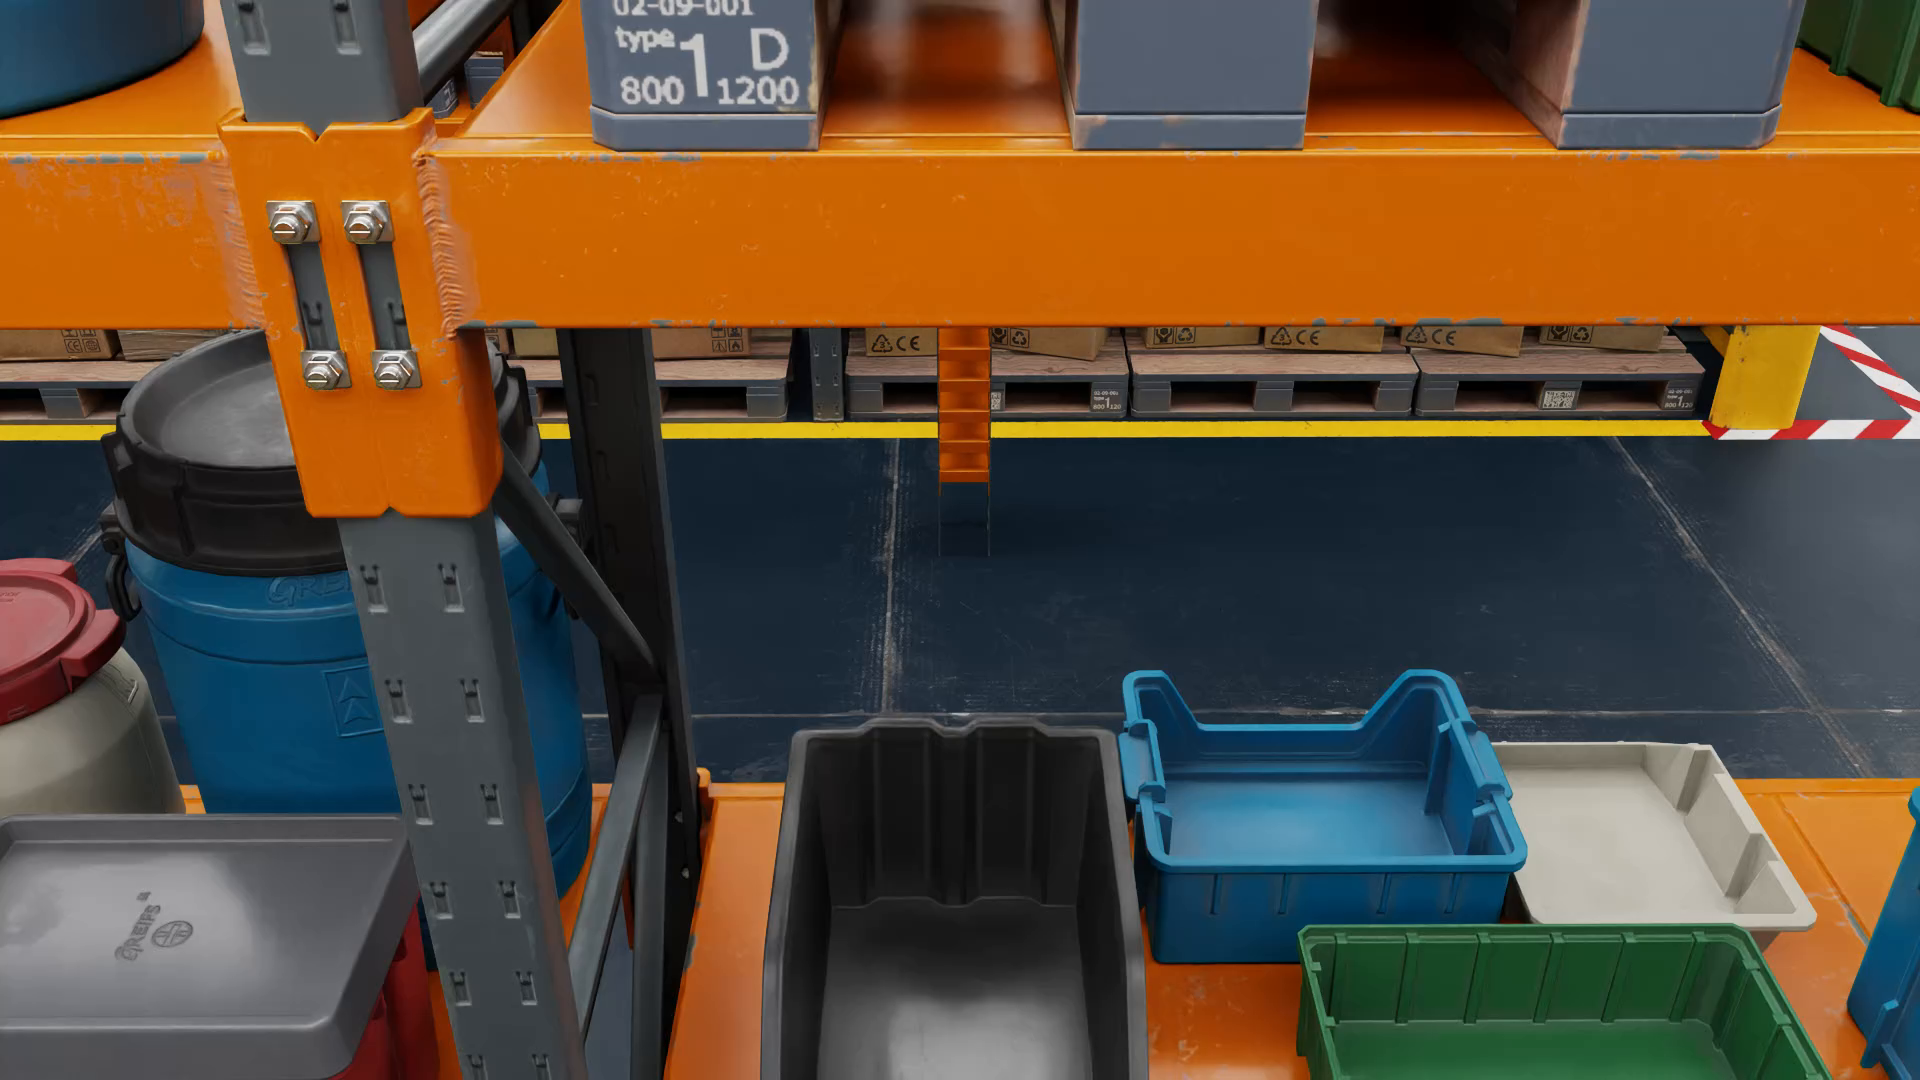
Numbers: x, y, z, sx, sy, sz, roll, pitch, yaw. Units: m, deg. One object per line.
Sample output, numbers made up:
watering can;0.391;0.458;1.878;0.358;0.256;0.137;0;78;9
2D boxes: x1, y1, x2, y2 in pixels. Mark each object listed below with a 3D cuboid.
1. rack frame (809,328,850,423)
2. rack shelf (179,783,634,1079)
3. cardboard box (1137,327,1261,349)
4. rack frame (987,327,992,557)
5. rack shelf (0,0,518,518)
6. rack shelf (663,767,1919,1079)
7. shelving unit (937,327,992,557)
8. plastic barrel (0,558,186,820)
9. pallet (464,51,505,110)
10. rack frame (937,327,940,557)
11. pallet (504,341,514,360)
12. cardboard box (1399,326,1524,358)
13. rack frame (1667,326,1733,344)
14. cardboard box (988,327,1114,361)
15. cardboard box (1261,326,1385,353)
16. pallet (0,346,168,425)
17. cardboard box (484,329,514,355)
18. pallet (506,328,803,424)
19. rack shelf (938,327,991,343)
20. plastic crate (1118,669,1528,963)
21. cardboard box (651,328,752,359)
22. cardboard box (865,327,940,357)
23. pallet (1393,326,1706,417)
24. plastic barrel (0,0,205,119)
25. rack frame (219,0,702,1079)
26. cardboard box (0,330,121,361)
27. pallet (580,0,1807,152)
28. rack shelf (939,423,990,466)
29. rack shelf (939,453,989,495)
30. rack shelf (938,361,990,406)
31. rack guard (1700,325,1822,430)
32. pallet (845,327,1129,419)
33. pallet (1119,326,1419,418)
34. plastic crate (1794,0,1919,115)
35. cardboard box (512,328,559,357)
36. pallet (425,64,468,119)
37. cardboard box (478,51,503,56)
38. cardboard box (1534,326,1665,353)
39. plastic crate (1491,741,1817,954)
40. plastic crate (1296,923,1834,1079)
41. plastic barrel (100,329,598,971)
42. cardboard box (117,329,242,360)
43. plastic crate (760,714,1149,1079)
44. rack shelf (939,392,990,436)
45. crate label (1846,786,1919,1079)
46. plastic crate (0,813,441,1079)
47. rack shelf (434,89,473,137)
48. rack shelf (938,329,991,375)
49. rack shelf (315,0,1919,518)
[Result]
rack frame;-0.563;-2.040;6.720;0.127;3.000;1.000;0;31;0
rack shelf;-2.533;0.843;2.662;4.000;0.370;1.077;0;31;0
cardboard box;1.031;-1.179;7.307;0.500;0.500;0.500;-3;31;-5
rack frame;0.106;-0.513;5.939;0.006;1.200;0.240;0;31;0
rack shelf;-2.533;-0.439;1.884;4.000;0.370;1.077;0;31;0
rack shelf;1.467;0.831;2.682;4.000;0.370;1.077;0;31;0
shelving unit;0.014;-0.513;5.939;0.189;1.200;0.258;0;31;0
plastic barrel;-1.491;0.361;2.633;0.433;0.535;0.433;0;31;0
pallet;-1.328;-2.031;6.890;1.213;0.211;1.003;0;31;0
rack frame;-0.077;-0.513;5.938;0.006;1.200;0.240;0;31;0
pallet;-2.564;-0.839;7.429;1.213;0.211;1.003;0;31;0
cardboard box;2.215;-1.150;7.259;0.500;0.500;0.500;8;32;13
rack frame;3.437;-2.052;6.741;0.127;3.000;1.000;0;31;0
cardboard box;0.410;-1.137;7.237;0.500;0.500;0.500;10;33;15
cardboard box;1.589;-1.158;7.272;0.500;0.500;0.500;3;31;4
pallet;-3.781;-0.837;7.425;1.213;0.211;1.003;0;31;0
cardboard box;-2.213;-1.175;7.280;0.500;0.500;0.700;-3;31;-5
pallet;-1.341;-0.844;7.438;1.213;0.211;1.003;0;31;0
rack shelf;0.014;-0.783;5.775;0.180;0.103;0.258;0;31;0
plastic crate;0.572;0.449;2.762;0.616;0.251;0.499;0;31;0
cardboard box;-1.177;-1.168;7.270;0.500;0.500;0.700;-2;31;-4
cardboard box;-0.162;-1.131;7.227;0.500;0.500;0.500;-1;31;-2
pallet;2.549;-0.876;7.490;1.213;0.211;1.003;0;31;0
plastic barrel;-1.040;-0.853;1.389;0.708;0.901;0.600;0;31;0
rack frame;-0.533;0.528;2.488;0.053;2.616;0.949;0;31;0
cardboard box;-3.893;-1.159;7.254;0.500;0.500;0.700;-2;31;-3
pallet;0.188;-0.725;1.844;1.003;0.211;1.213;0;31;0
rack shelf;0.014;-0.372;6.024;0.180;0.103;0.258;0;31;0
rack shelf;0.014;-0.270;6.086;0.180;0.103;0.258;0;31;0
rack shelf;0.014;-0.578;5.900;0.180;0.103;0.258;0;31;0
rack guard;3.361;-0.983;7.389;0.348;0.500;1.175;0;31;0
pallet;0.109;-0.868;7.477;1.213;0.211;1.003;0;31;0
pallet;1.332;-0.873;7.486;1.213;0.211;1.003;0;31;0
plastic crate;1.047;-0.526;1.538;0.450;0.188;0.336;0;31;0
cardboard box;-1.654;-1.177;7.283;0.500;0.500;0.700;0;31;-1
pallet;-2.583;-1.973;6.794;1.213;0.211;1.003;0;31;0
cardboard box;-1.358;-2.546;6.571;1.000;1.000;1.000;0;31;0
cardboard box;2.813;-1.170;7.291;0.500;0.500;0.500;5;32;9
plastic crate;1.090;0.506;2.779;0.437;0.136;0.530;0;31;0
plastic crate;0.826;0.762;2.306;0.662;0.188;0.450;0;31;0
plastic barrel;-0.921;0.159;2.613;0.708;0.901;0.600;0;31;0
cardboard box;-3.338;-1.167;7.268;0.500;0.500;0.700;-3;31;-4
plastic crate;-0.008;0.620;2.396;0.504;0.338;0.767;0;31;0
rack shelf;0.014;-0.475;5.962;0.180;0.103;0.258;0;31;0
crate label;1.628;0.648;2.256;0.616;0.435;0.502;0;31;0
plastic crate;-1.015;0.662;2.205;0.583;0.464;0.402;0;31;0
rack shelf;-2.563;-1.726;6.896;4.000;0.370;1.077;0;31;0
rack shelf;0.014;-0.680;5.837;0.180;0.103;0.258;0;31;0
rack shelf;1.467;-0.452;1.904;4.000;0.370;1.077;0;31;0
